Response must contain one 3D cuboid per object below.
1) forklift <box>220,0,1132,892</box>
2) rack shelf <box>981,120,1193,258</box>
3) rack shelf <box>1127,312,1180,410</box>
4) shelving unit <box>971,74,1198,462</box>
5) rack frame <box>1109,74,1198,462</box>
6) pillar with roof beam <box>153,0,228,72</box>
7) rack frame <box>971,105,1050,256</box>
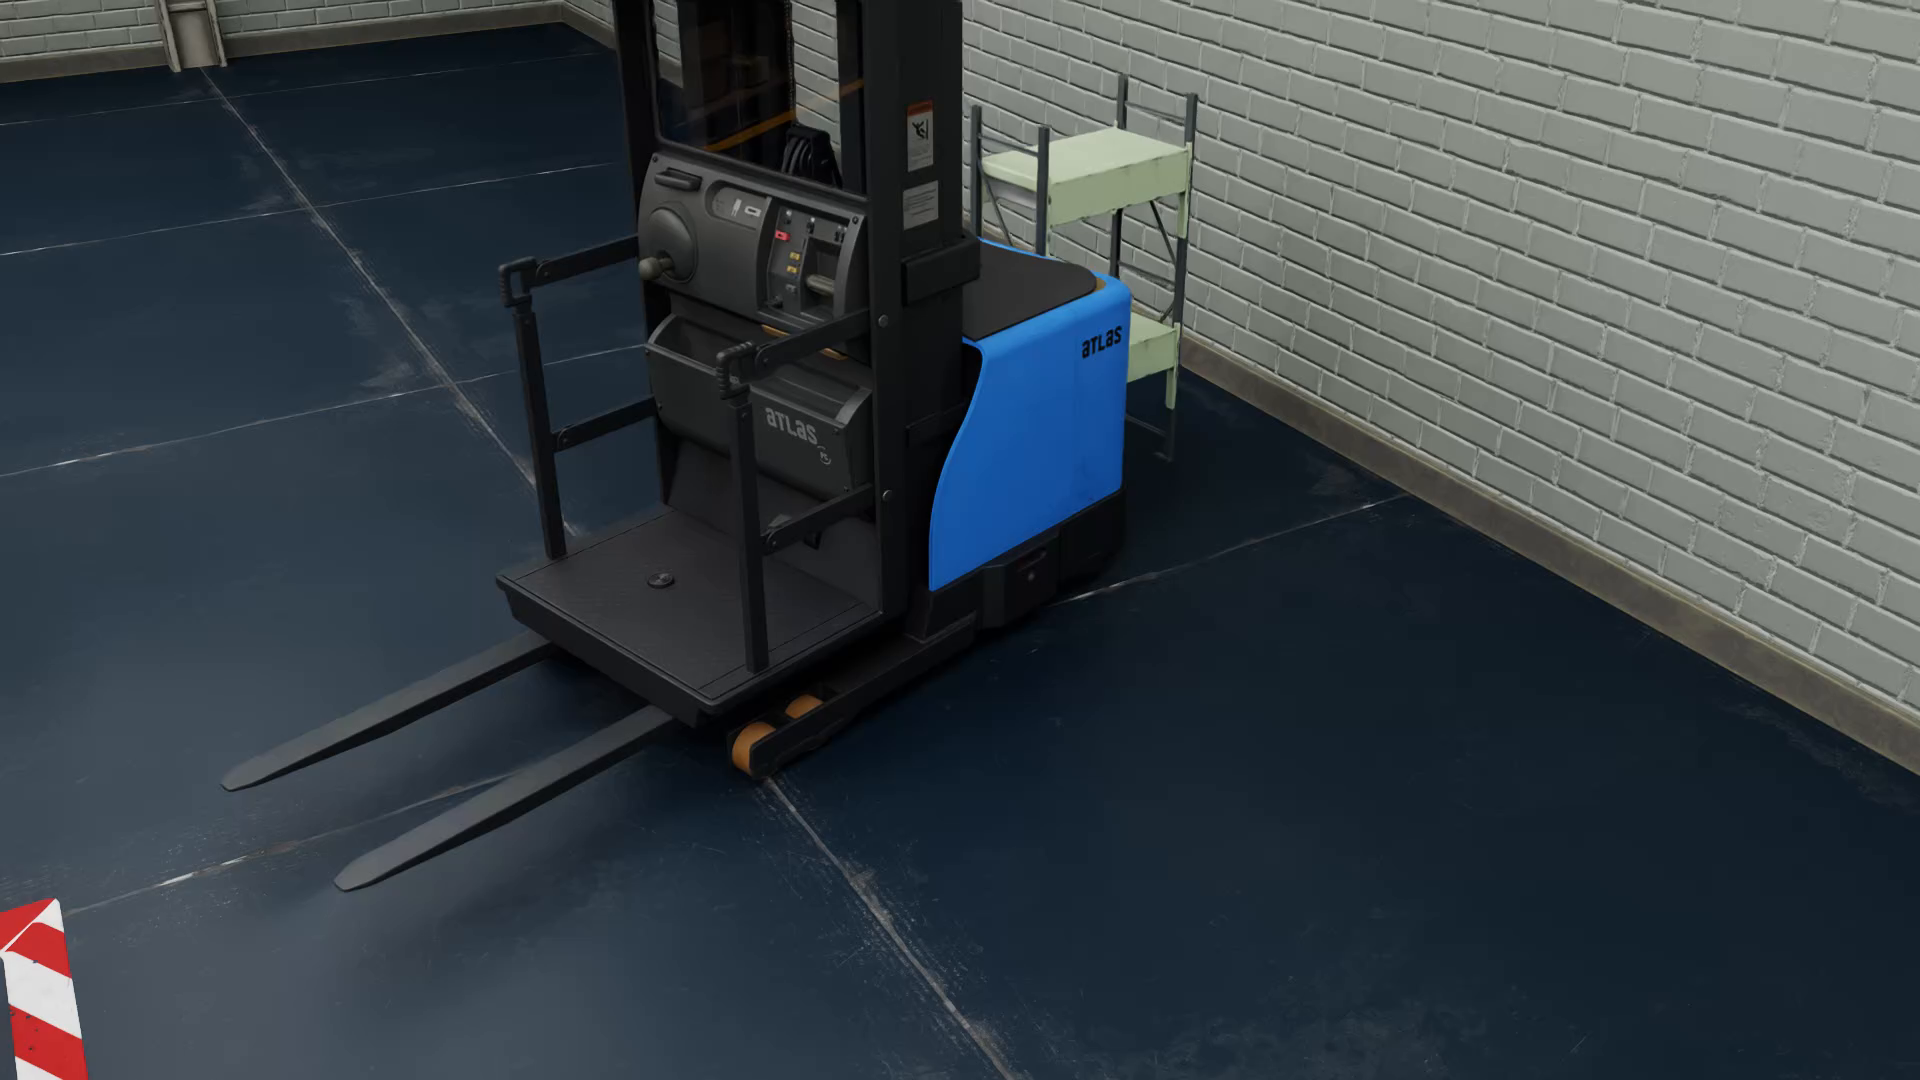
[{"bbox_3d":[-0.771,-0.850,4.757,1.130,2.935,3.031,24,37,36],"label":"forklift"},{"bbox_3d":[0.458,-1.286,6.221,0.720,0.370,0.431,-21,35,-34],"label":"rack shelf"},{"bbox_3d":[0.458,-0.659,6.567,0.720,0.370,0.431,-21,35,-34],"label":"rack shelf"},{"bbox_3d":[0.458,-0.945,6.410,0.755,1.500,0.431,-21,35,-34],"label":"shelving unit"},{"bbox_3d":[0.742,-1.056,6.612,0.023,1.500,0.400,-21,35,-34],"label":"rack frame"},{"bbox_3d":[-3.757,-5.848,7.533,0.400,9.000,9.100,-16,33,-26],"label":"pillar with roof beam"},{"bbox_3d":[0.174,-0.833,6.207,0.023,1.500,0.400,-21,35,-34],"label":"rack frame"}]
